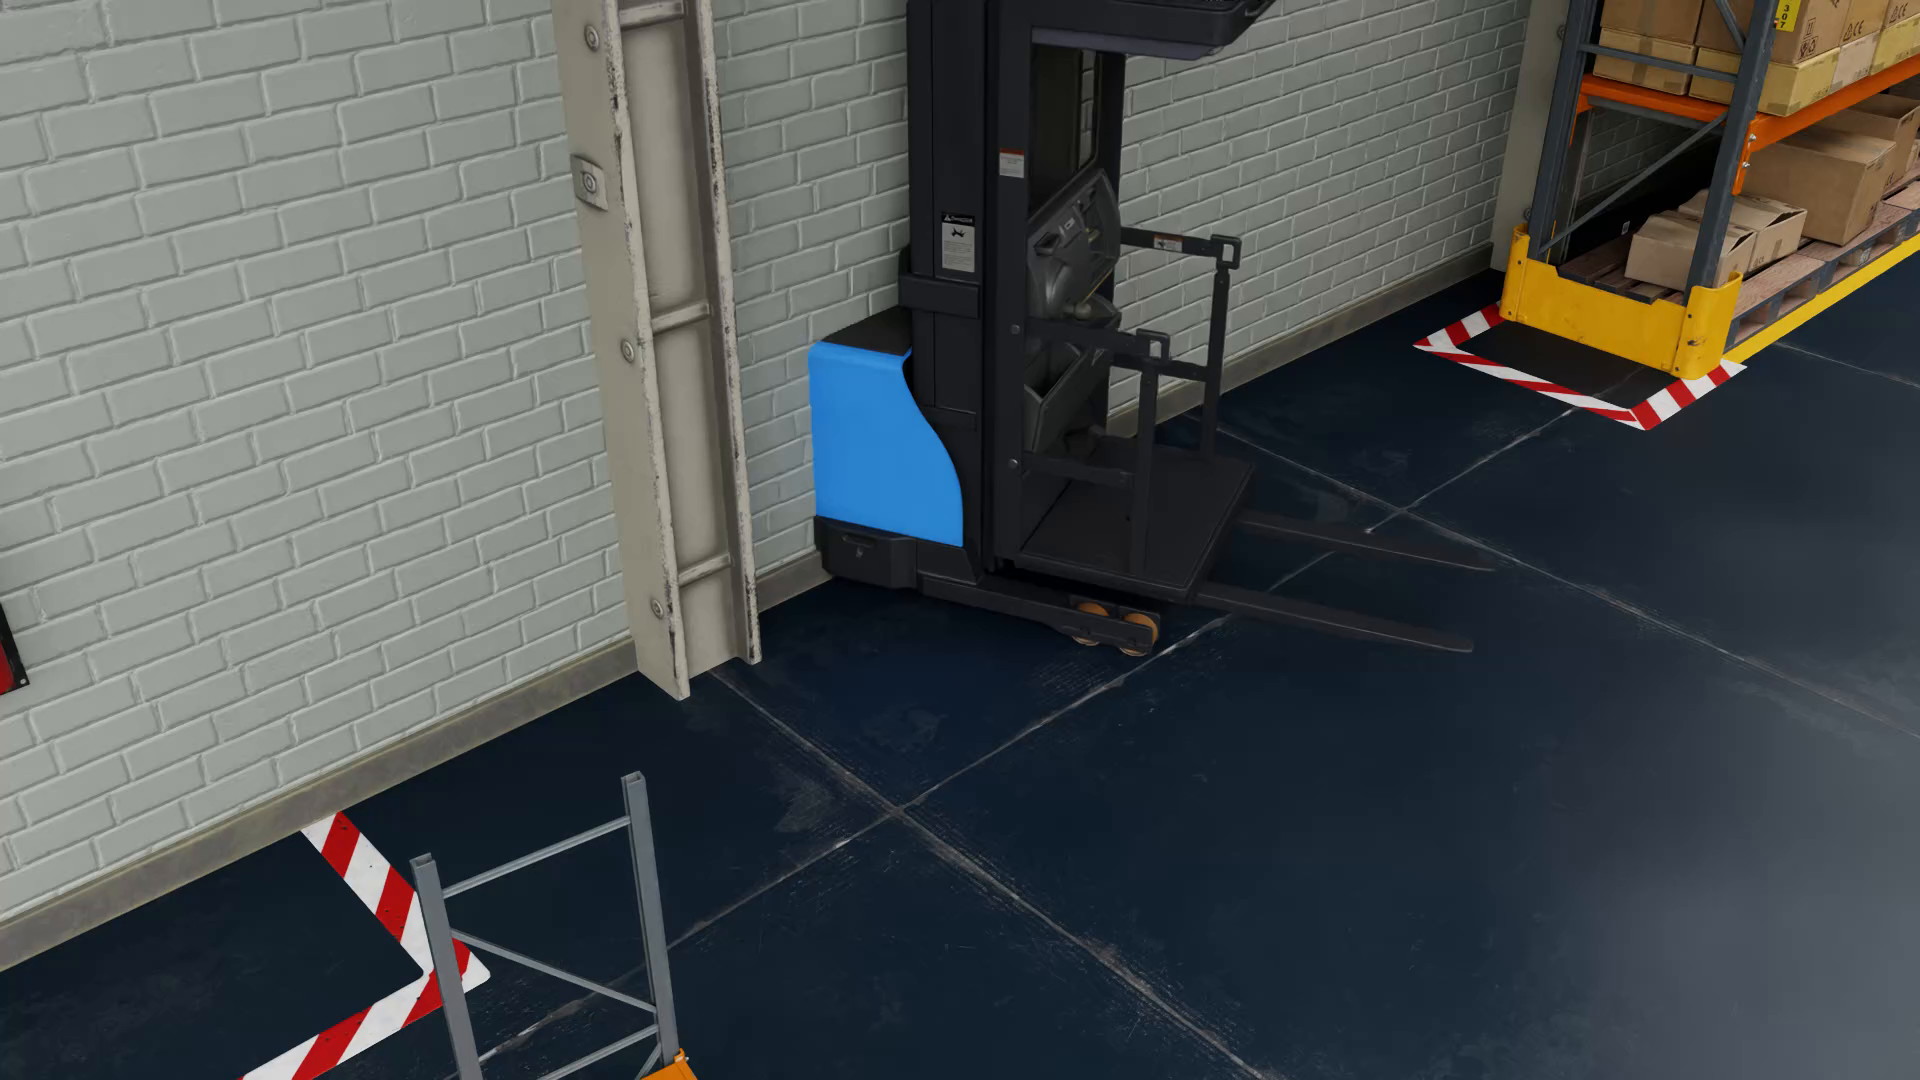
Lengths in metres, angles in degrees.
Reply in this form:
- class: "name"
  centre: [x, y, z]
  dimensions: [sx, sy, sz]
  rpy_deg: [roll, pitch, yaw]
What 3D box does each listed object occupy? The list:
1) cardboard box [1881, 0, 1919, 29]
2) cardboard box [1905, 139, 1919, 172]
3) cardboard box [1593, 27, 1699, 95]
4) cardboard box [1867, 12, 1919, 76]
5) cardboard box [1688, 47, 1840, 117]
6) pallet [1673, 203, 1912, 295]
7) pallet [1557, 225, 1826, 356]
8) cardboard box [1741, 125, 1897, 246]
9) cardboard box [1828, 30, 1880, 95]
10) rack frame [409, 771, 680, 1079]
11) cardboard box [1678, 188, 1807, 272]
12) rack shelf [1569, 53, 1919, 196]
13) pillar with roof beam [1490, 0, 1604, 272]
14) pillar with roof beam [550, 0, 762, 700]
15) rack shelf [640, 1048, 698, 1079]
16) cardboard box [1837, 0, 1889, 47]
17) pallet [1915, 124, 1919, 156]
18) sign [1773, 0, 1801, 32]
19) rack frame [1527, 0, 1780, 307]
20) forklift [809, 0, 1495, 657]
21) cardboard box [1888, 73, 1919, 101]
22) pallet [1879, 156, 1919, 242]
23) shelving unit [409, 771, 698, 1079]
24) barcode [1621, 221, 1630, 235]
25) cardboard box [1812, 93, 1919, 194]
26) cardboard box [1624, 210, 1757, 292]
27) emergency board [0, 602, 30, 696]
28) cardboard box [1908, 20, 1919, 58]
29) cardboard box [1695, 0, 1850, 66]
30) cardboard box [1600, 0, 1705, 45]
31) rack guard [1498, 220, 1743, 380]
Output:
- class: "cardboard box"
  centre: [4.764, -3.023, 8.723]
  dimensions: [0.500, 0.500, 0.500]
  rpy_deg: [-27, 41, -37]
- class: "cardboard box"
  centre: [6.018, -2.548, 10.836]
  dimensions: [0.380, 0.166, 0.250]
  rpy_deg: [23, 38, 33]
- class: "cardboard box"
  centre: [3.668, -2.536, 8.646]
  dimensions: [0.500, 0.250, 0.500]
  rpy_deg: [-25, 39, -35]
- class: "cardboard box"
  centre: [4.779, -2.716, 8.940]
  dimensions: [0.500, 0.250, 0.500]
  rpy_deg: [-27, 40, -36]
- class: "cardboard box"
  centre: [4.031, -2.348, 8.338]
  dimensions: [0.500, 0.250, 0.500]
  rpy_deg: [-27, 41, -37]
- class: "pallet"
  centre: [5.027, -1.894, 10.145]
  dimensions: [1.213, 0.211, 1.003]
  rpy_deg: [-26, 40, -35]
- class: "pallet"
  centre: [4.132, -1.463, 9.441]
  dimensions: [1.213, 0.211, 1.003]
  rpy_deg: [-26, 40, -35]
- class: "cardboard box"
  centre: [5.015, -2.127, 9.827]
  dimensions: [0.700, 0.500, 0.500]
  rpy_deg: [26, 40, 36]
- class: "cardboard box"
  centre: [4.402, -2.537, 8.649]
  dimensions: [0.500, 0.250, 0.500]
  rpy_deg: [-27, 41, -37]
- class: "rack frame"
  centre: [-0.887, 1.214, 3.827]
  dimensions: [0.500, 1.500, 0.032]
  rpy_deg: [-19, 36, -29]
- class: "cardboard box"
  centre: [4.443, -1.805, 9.482]
  dimensions: [0.500, 0.311, 0.500]
  rpy_deg: [-22, 38, -32]
- class: "rack shelf"
  centre: [4.923, -2.754, 9.568]
  dimensions: [4.000, 0.370, 1.077]
  rpy_deg: [-26, 40, -35]
- class: "pillar with roof beam"
  centre: [6.309, -3.843, 4.909]
  dimensions: [0.400, 9.000, 9.100]
  rpy_deg: [-26, 40, -35]
- class: "pillar with roof beam"
  centre: [1.909, -1.715, 1.429]
  dimensions: [0.400, 9.000, 9.100]
  rpy_deg: [-26, 40, -35]
- class: "rack shelf"
  centre: [-0.601, 1.587, 3.562]
  dimensions: [0.538, 0.185, 1.000]
  rpy_deg: [-19, 36, -29]
- class: "cardboard box"
  centre: [4.380, -2.842, 8.428]
  dimensions: [0.500, 0.500, 0.500]
  rpy_deg: [-26, 40, -35]
- class: "pallet"
  centre: [6.960, -2.857, 11.720]
  dimensions: [1.213, 0.211, 1.003]
  rpy_deg: [-26, 40, -35]
- class: "sign"
  centre: [3.826, -2.513, 7.655]
  dimensions: [0.005, 0.325, 0.100]
  rpy_deg: [-26, 40, -35]
- class: "rack frame"
  centre: [3.457, -2.351, 8.220]
  dimensions: [0.127, 3.000, 1.000]
  rpy_deg: [-26, 40, -35]
- class: "forklift"
  centre: [0.622, -1.111, 6.257]
  dimensions: [3.031, 2.935, 1.130]
  rpy_deg: [12, 34, 19]
- class: "cardboard box"
  centre: [6.918, -3.159, 11.515]
  dimensions: [0.500, 0.500, 0.700]
  rpy_deg: [-24, 39, -34]
- class: "pallet"
  centre: [5.922, -2.329, 10.856]
  dimensions: [1.213, 0.211, 1.003]
  rpy_deg: [-26, 40, -35]
- class: "shelving unit"
  centre: [-0.606, 1.429, 3.475]
  dimensions: [0.587, 1.500, 1.083]
  rpy_deg: [-19, 36, -29]
- class: "barcode"
  centre: [3.767, -1.766, 9.410]
  dimensions: [0.075, 0.075, 0.001]
  rpy_deg: [-26, 40, -35]
- class: "cardboard box"
  centre: [5.656, -2.508, 10.451]
  dimensions: [0.500, 0.500, 0.500]
  rpy_deg: [26, 40, 35]
- class: "cardboard box"
  centre: [4.025, -1.603, 9.152]
  dimensions: [0.500, 0.311, 0.500]
  rpy_deg: [24, 39, 34]
- class: "emergency board"
  centre: [-2.856, 0.060, 4.277]
  dimensions: [0.643, 1.169, 0.194]
  rpy_deg: [-26, 40, -35]
- class: "cardboard box"
  centre: [5.151, -2.894, 9.232]
  dimensions: [0.500, 0.250, 0.500]
  rpy_deg: [-25, 40, -35]
- class: "cardboard box"
  centre: [4.011, -2.670, 8.147]
  dimensions: [0.500, 0.500, 0.500]
  rpy_deg: [-26, 40, -35]
- class: "cardboard box"
  centre: [3.658, -2.864, 8.465]
  dimensions: [0.500, 0.500, 0.500]
  rpy_deg: [-26, 40, -36]
- class: "rack guard"
  centre: [3.513, -1.312, 8.916]
  dimensions: [0.348, 0.500, 1.175]
  rpy_deg: [-26, 40, -35]
